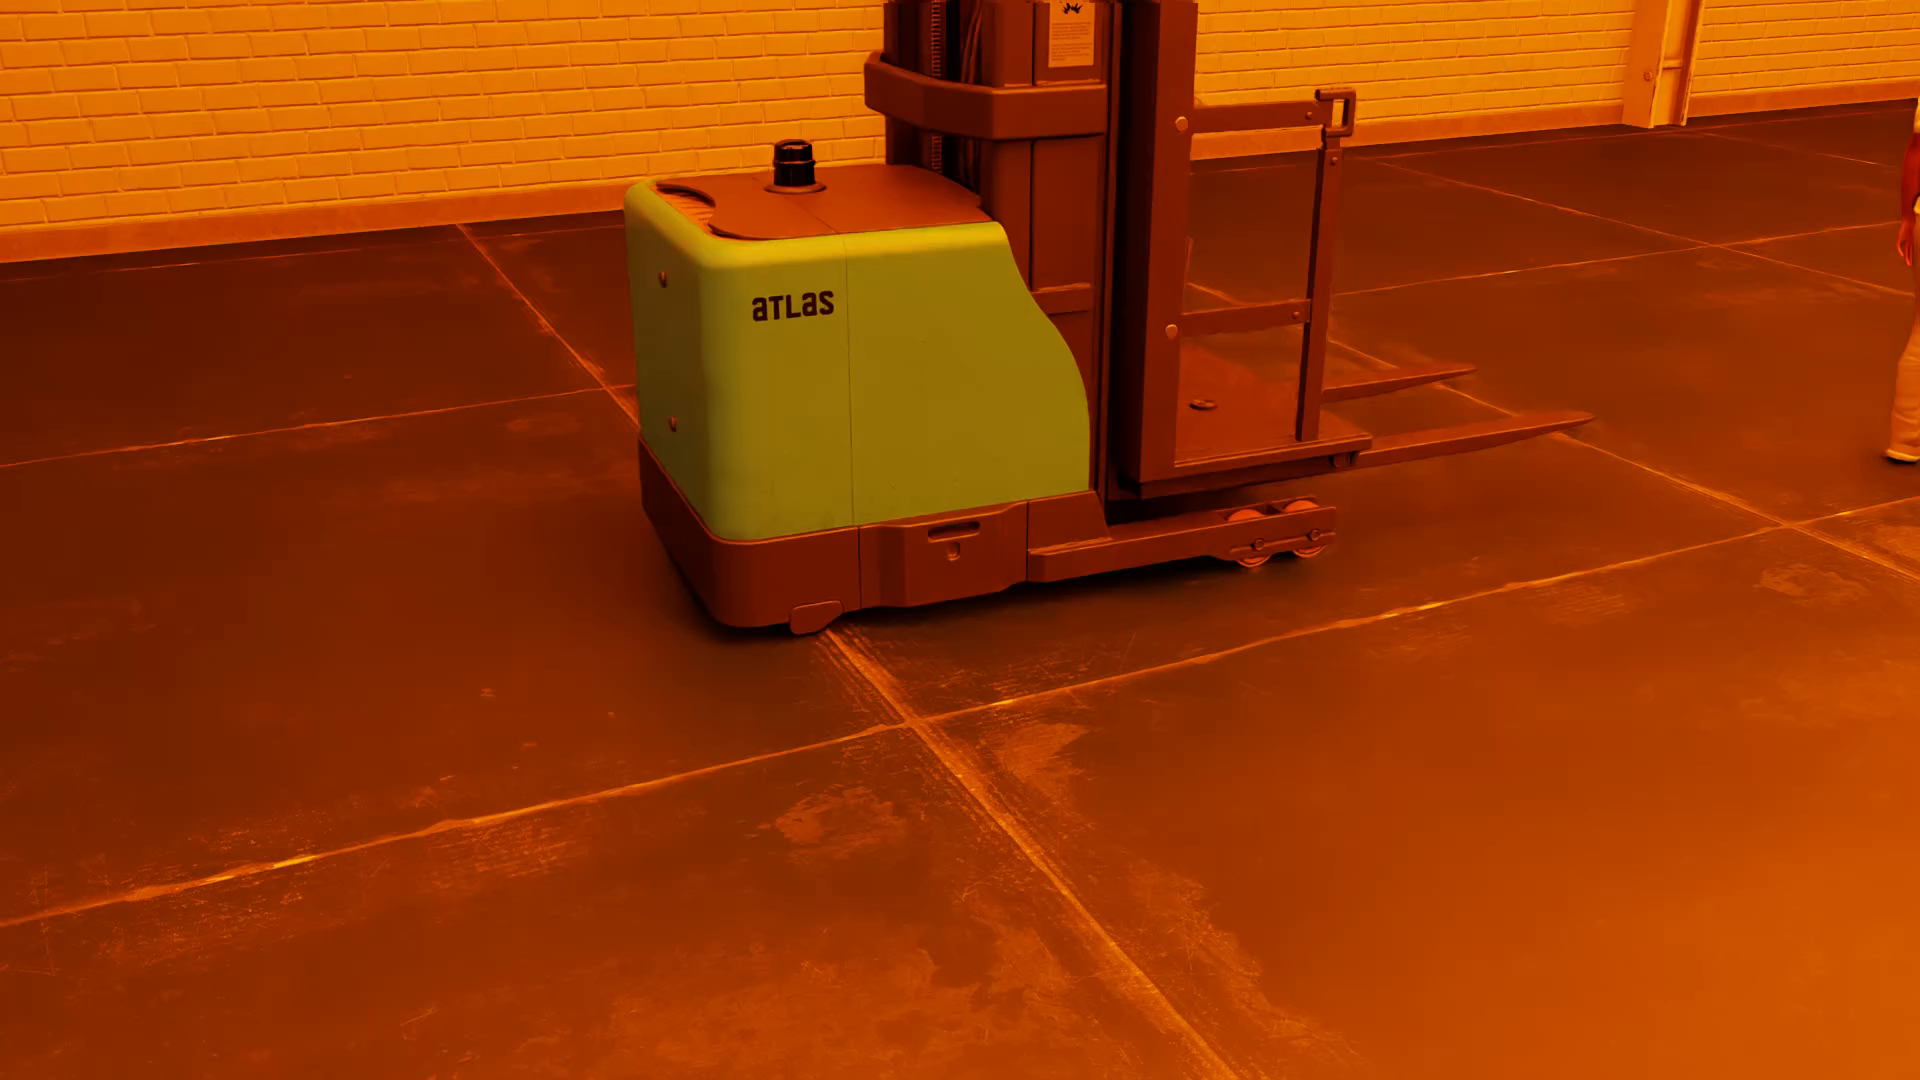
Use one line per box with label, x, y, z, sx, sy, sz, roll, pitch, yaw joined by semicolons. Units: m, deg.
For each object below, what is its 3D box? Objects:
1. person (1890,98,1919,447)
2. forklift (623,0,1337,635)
person;3.269;-1.040;5.320;0.350;1.617;0.489;-13;26;-29
forklift;0.582;-1.451;4.780;3.031;2.935;1.130;-9;24;-21
